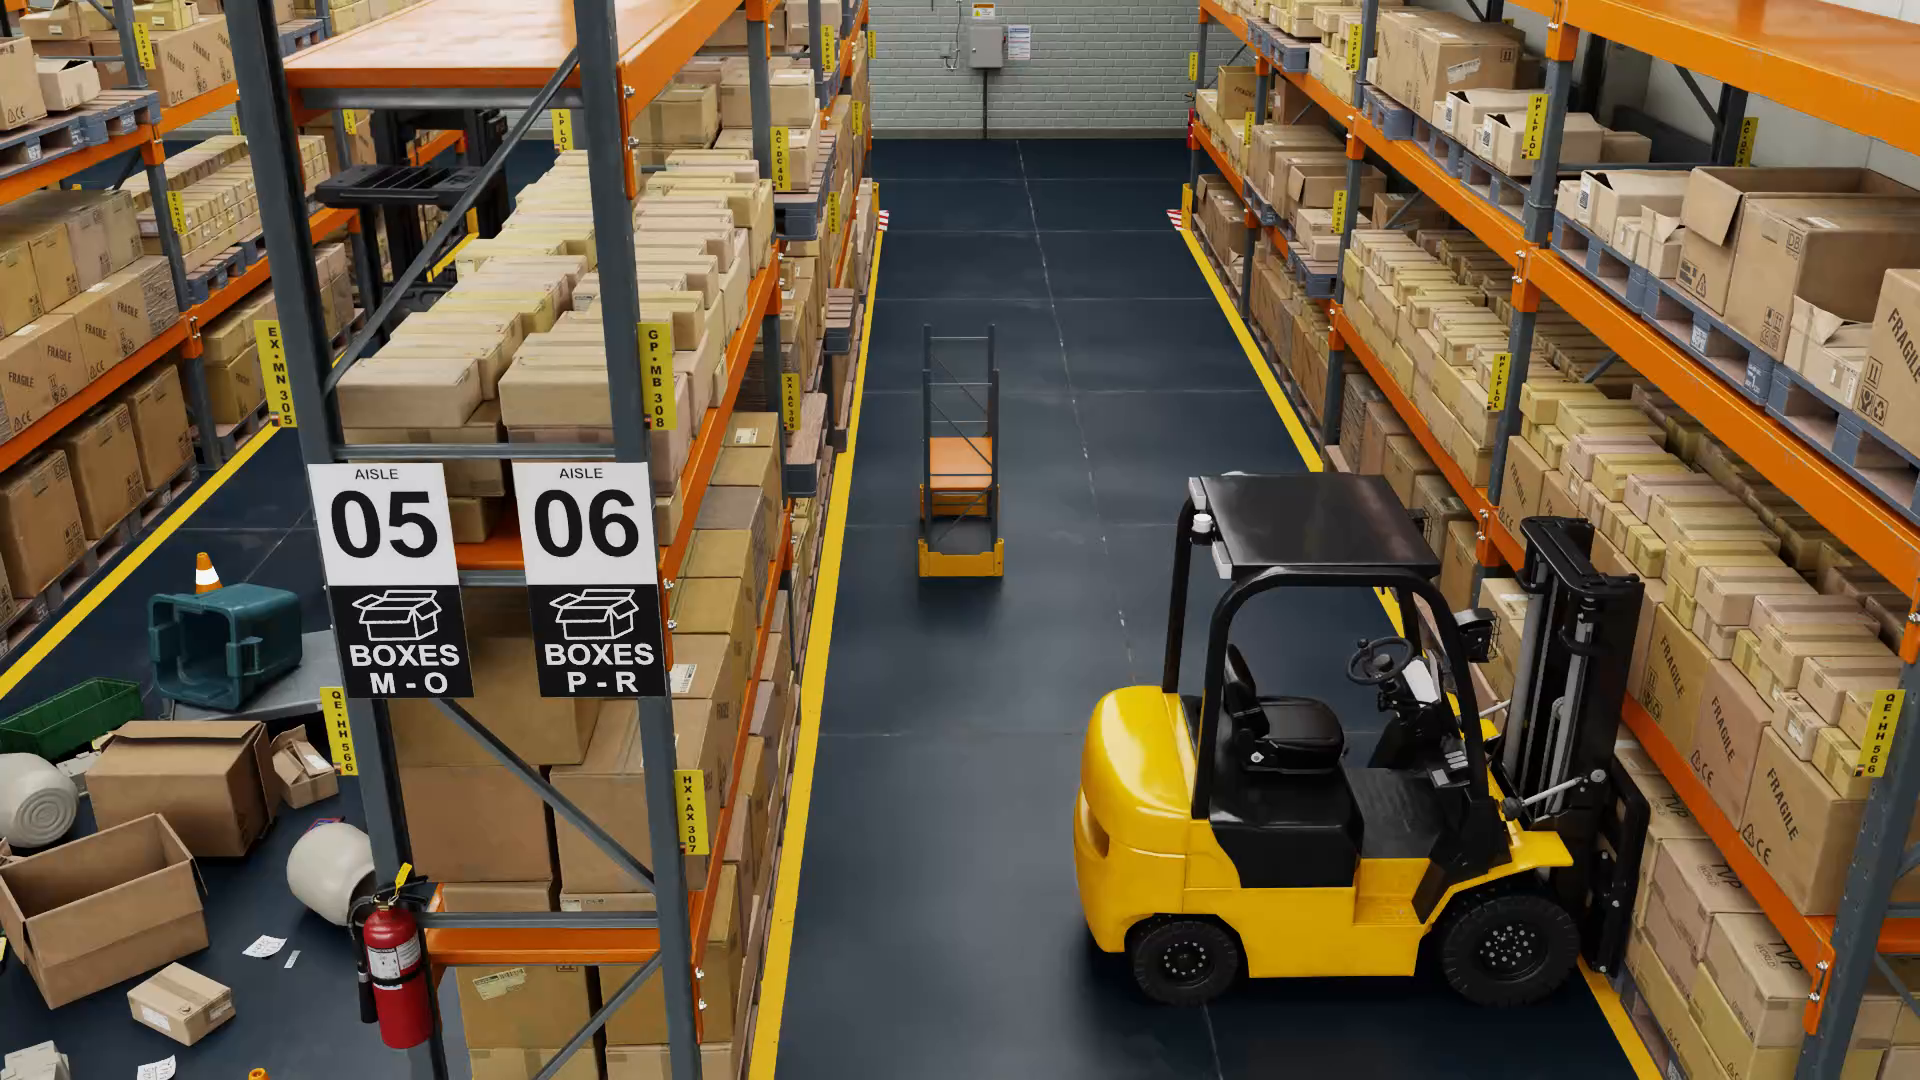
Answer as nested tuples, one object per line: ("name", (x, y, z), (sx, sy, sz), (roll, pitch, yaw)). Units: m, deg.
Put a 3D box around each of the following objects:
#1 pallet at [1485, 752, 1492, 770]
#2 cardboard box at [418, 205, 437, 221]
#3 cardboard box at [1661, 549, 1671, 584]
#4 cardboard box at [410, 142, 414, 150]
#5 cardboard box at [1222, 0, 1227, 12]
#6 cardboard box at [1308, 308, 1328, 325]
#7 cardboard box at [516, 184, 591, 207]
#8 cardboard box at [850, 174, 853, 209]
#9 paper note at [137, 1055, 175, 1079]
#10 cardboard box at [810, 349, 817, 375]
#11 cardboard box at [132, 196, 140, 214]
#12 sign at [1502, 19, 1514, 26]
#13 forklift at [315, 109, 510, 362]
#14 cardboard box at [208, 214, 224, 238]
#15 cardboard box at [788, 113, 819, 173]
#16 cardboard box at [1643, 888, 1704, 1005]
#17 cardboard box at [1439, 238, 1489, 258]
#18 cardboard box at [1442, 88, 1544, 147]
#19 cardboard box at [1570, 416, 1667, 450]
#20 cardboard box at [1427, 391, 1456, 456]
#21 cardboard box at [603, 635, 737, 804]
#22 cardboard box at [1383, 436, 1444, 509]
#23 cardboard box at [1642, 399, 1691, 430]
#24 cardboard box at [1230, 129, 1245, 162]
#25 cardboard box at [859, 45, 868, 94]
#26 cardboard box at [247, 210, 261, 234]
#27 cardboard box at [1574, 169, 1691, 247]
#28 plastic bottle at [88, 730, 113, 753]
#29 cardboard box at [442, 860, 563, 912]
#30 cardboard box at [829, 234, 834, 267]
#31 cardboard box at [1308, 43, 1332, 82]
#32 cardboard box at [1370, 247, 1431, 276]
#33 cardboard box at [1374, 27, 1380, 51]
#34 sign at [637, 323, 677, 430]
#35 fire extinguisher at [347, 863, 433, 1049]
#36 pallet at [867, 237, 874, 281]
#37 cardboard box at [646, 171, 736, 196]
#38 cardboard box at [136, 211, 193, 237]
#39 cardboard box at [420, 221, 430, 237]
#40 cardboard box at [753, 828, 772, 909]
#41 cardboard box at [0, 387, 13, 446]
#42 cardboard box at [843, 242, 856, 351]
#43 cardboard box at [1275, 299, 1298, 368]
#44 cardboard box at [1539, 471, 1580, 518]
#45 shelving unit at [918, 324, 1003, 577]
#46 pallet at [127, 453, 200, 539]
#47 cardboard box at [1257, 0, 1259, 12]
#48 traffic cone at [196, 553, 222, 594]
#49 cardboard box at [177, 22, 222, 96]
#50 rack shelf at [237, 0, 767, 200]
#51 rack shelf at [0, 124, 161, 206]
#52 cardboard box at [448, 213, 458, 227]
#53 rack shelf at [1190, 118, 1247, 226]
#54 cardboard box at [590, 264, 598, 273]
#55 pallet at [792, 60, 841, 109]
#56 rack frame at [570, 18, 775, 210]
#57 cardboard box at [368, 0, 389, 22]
("pallet", (3.460, 1.219, 9.181), (1.003, 0.211, 1.213), (0, 24, -1))
("cardboard box", (-6.218, -3.755, 19.024), (0.380, 0.149, 0.250), (1, 24, 1))
("cardboard box", (3.302, 0.155, 7.243), (0.380, 0.149, 0.250), (0, 24, -1))
("cardboard box", (-6.338, -4.457, 18.654), (0.380, 0.149, 0.250), (-1, 24, -3))
("cardboard box", (3.053, -5.812, 18.008), (0.380, 0.149, 0.250), (0, 24, 0))
("cardboard box", (3.240, -1.908, 14.448), (0.380, 0.149, 0.250), (0, 24, 1))
("cardboard box", (-1.791, -1.515, 7.541), (0.380, 0.149, 0.250), (0, 24, -1))
("cardboard box", (-1.301, -3.400, 16.192), (0.500, 0.250, 0.500), (-1, 24, -2))
("paper note", (-3.427, 2.265, 7.088), (0.148, 0.019, 0.142), (-9, 26, -19))
("cardboard box", (-1.147, -1.199, 10.939), (0.380, 0.149, 0.250), (1, 24, 1))
("cardboard box", (-6.930, -2.699, 13.534), (0.380, 0.149, 0.250), (0, 24, 1))
("sign", (4.004, -3.665, 12.233), (0.100, 0.325, 0.005), (0, 24, -1))
("forklift", (-3.889, -1.670, 12.268), (1.130, 2.935, 3.031), (2, 24, 4))
("cardboard box", (-6.278, -2.574, 13.619), (0.380, 0.149, 0.250), (-1, 24, -2))
("cardboard box", (-1.082, -2.297, 9.604), (0.500, 0.250, 0.500), (-1, 24, -1))
("cardboard box", (3.224, 1.697, 6.962), (0.500, 0.250, 0.500), (0, 24, -1))
("cardboard box", (3.770, -2.128, 12.290), (0.380, 0.149, 0.250), (0, 24, 1))
("cardboard box", (3.233, -2.556, 9.981), (0.500, 0.311, 0.500), (-1, 24, -2))
("cardboard box", (3.305, -0.511, 8.353), (0.380, 0.149, 0.250), (-1, 24, -2))
("cardboard box", (3.215, -0.724, 10.277), (0.500, 0.250, 0.500), (0, 24, -1))
("cardboard box", (-1.163, 0.702, 6.459), (0.500, 0.500, 0.500), (0, 24, 1))
("cardboard box", (3.465, -0.333, 11.602), (0.875, 0.625, 0.625), (-1, 24, -3))
("cardboard box", (3.760, -0.622, 8.599), (0.380, 0.149, 0.250), (-1, 24, -2))
("cardboard box", (3.136, -4.158, 17.508), (0.500, 0.250, 0.500), (0, 24, 0))
("cardboard box", (-1.323, -5.388, 19.073), (0.500, 0.500, 0.500), (0, 24, 0))
("cardboard box", (-6.282, -2.748, 14.365), (0.380, 0.149, 0.250), (0, 24, 0))
("cardboard box", (3.258, -1.598, 7.864), (0.500, 0.311, 0.500), (0, 24, 1))
("plastic bottle", (-4.907, 1.155, 9.506), (0.133, 0.061, 0.283), (-14, 28, -28))
("cardboard box", (-1.645, 1.254, 6.025), (0.380, 0.149, 0.250), (1, 24, 1))
("cardboard box", (-1.273, -2.373, 13.315), (0.500, 0.250, 0.500), (0, 24, -1))
("cardboard box", (3.189, -3.949, 13.768), (0.500, 0.250, 0.500), (0, 24, -1))
("cardboard box", (3.191, -2.020, 12.051), (0.380, 0.149, 0.250), (0, 24, 1))
("cardboard box", (3.150, -3.783, 12.556), (0.380, 0.149, 0.250), (1, 24, 1))
("sign", (-0.884, -0.474, 4.842), (0.100, 0.325, 0.005), (0, 24, -1))
("fire extinguisher", (-1.886, 1.377, 5.542), (0.296, 0.674, 0.183), (0, 24, -1))
("pallet", (-1.504, -3.199, 18.950), (1.003, 0.211, 1.213), (0, 24, -1))
("cardboard box", (-1.256, -1.627, 7.788), (0.380, 0.149, 0.250), (0, 24, 1))
("cardboard box", (-6.274, -2.481, 13.052), (0.380, 0.149, 0.250), (0, 24, 0))
("cardboard box", (-6.249, -3.515, 18.853), (0.380, 0.149, 0.250), (1, 24, 2))
("cardboard box", (-1.176, 1.586, 7.814), (0.500, 0.250, 0.500), (1, 24, 3))
("cardboard box", (-6.162, -0.763, 10.059), (0.500, 0.500, 0.500), (0, 24, 0))
("cardboard box", (-1.453, -2.248, 15.532), (0.875, 0.875, 0.875), (0, 24, 1))
("cardboard box", (3.202, -1.889, 15.194), (0.500, 0.500, 0.500), (-1, 24, -2))
("cardboard box", (3.259, -0.026, 8.430), (0.500, 0.500, 0.500), (0, 24, 0))
("shelving unit", (0.001, -0.652, 11.755), (0.587, 1.500, 1.083), (0, 24, -1))
("pallet", (-6.529, -0.344, 12.638), (1.003, 0.211, 1.213), (0, 24, -1))
("cardboard box", (3.011, -5.040, 15.671), (0.380, 0.149, 0.250), (0, 24, 0))
("traffic cone", (-4.924, 0.305, 10.897), (0.336, 0.463, 0.334), (0, 24, -1))
("cardboard box", (-6.215, -3.794, 13.122), (0.500, 0.500, 0.500), (0, 24, -1))
("rack shelf", (-1.449, -1.935, 6.369), (1.077, 0.370, 4.000), (0, 24, -1))
("rack shelf", (-6.441, -2.154, 10.490), (1.077, 0.370, 4.000), (0, 24, -1))
("cardboard box", (-6.232, -3.807, 19.861), (0.380, 0.149, 0.250), (0, 24, 1))
("rack shelf", (3.384, -4.172, 18.591), (1.077, 0.370, 4.000), (0, 24, -1))
("cardboard box", (-1.724, -0.980, 6.841), (0.500, 0.250, 0.500), (0, 24, 0))
("pallet", (-1.574, -3.549, 12.930), (1.213, 0.211, 1.003), (1, 24, 2))
("rack frame", (-1.470, -3.089, 8.043), (1.000, 3.000, 0.127), (0, 24, -1))
("cardboard box", (-6.248, -5.499, 17.194), (0.500, 0.250, 0.500), (1, 24, 2))
